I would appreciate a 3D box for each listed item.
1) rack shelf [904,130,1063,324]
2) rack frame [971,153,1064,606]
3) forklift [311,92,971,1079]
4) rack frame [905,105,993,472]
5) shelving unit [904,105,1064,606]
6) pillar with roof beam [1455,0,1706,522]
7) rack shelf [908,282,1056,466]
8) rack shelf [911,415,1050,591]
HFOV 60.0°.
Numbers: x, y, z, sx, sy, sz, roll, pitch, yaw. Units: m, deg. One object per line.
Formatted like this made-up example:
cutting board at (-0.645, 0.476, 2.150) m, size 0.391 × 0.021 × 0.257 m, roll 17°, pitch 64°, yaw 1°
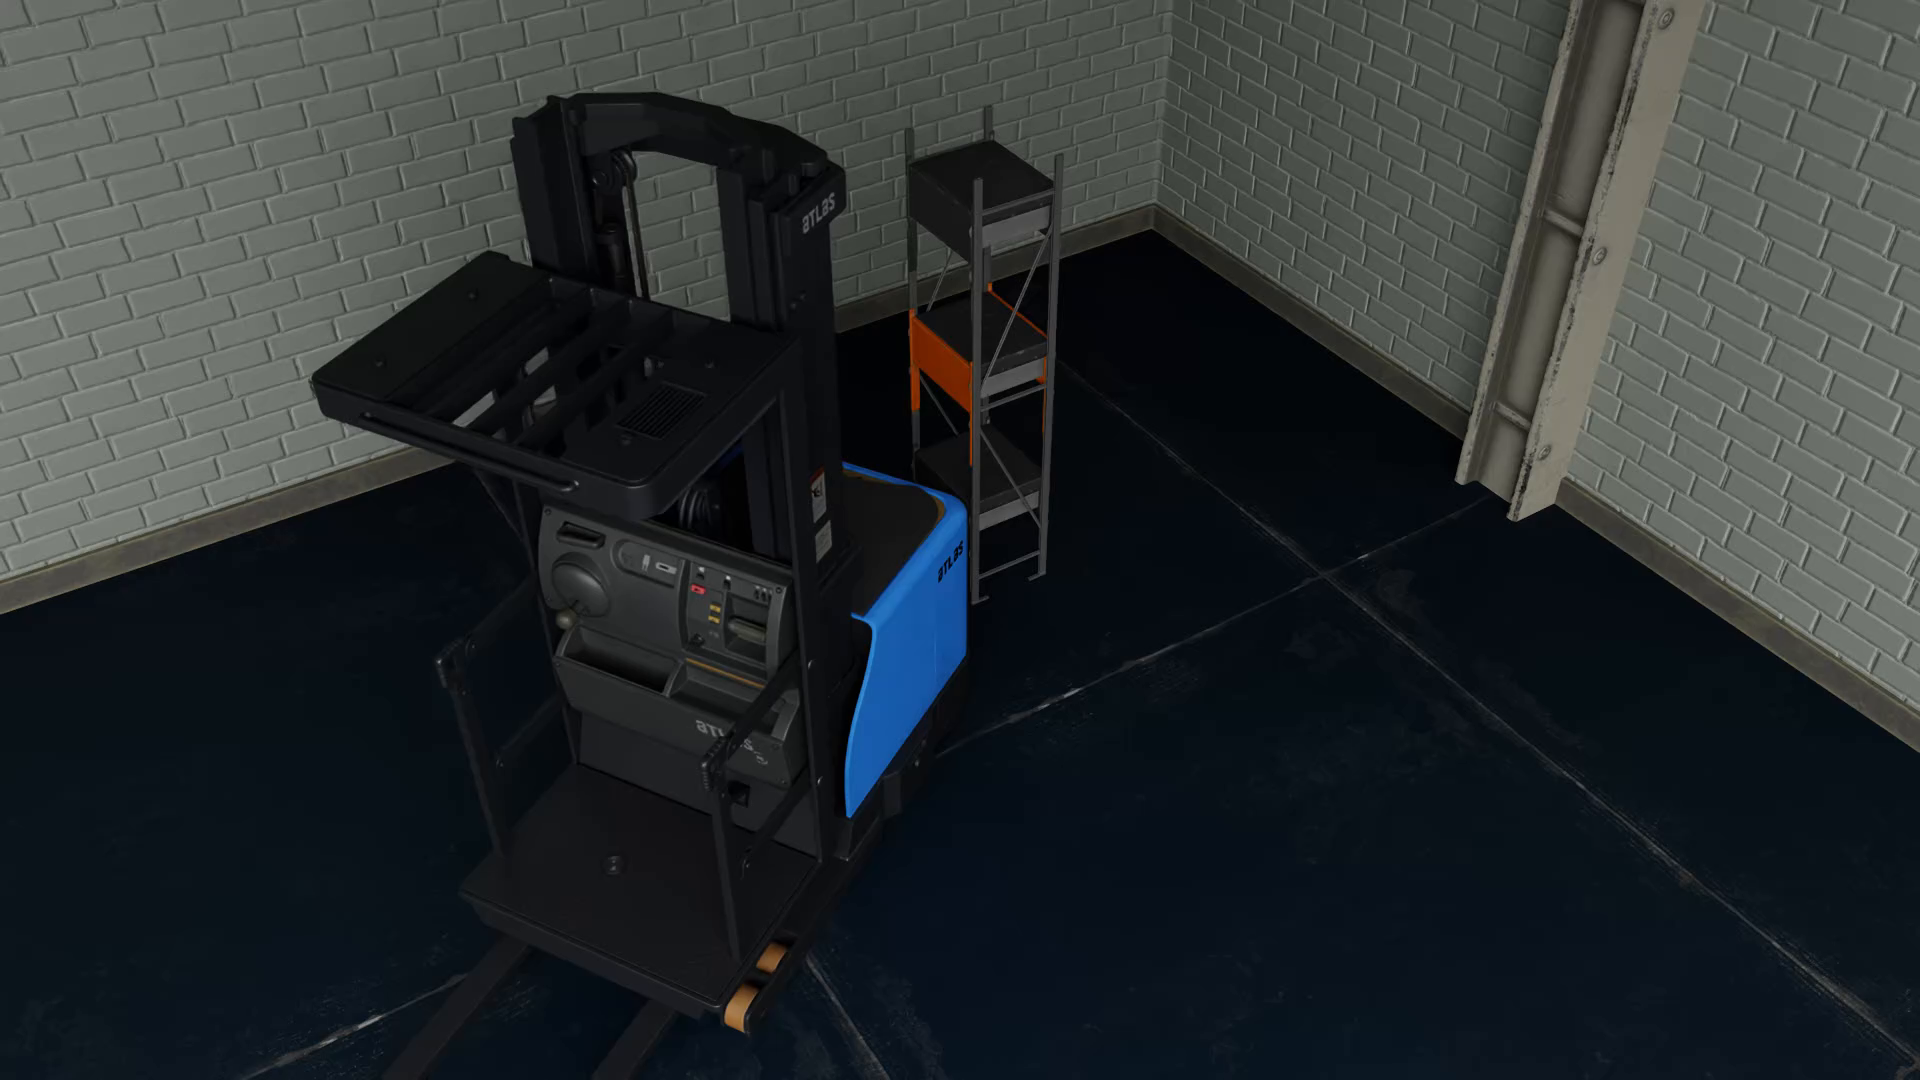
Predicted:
rack shelf at (0.089, -1.245, 6.592) m, size 0.431 × 0.518 × 0.480 m, roll -22°, pitch 45°, yaw -24°
rack frame at (0.220, -0.586, 6.873) m, size 0.400 × 2.100 × 0.015 m, roll -22°, pitch 45°, yaw -24°
forklift at (-1.061, 0.250, 5.221) m, size 1.130 × 2.935 × 3.031 m, roll 18°, pitch 43°, yaw 20°
rack frame at (-0.042, -0.849, 7.189) m, size 0.400 × 2.100 × 0.015 m, roll -22°, pitch 45°, yaw -24°
shelving unit at (0.089, -0.717, 7.031) m, size 0.431 × 2.100 × 0.503 m, roll -22°, pitch 45°, yaw -24°
pillar with roof beam at (-0.968, -2.220, 3.445) m, size 9.100 × 9.000 × 0.400 m, roll -22°, pitch 45°, yaw -24°
rack shelf at (0.089, -0.707, 7.040) m, size 0.431 × 0.518 × 0.480 m, roll -22°, pitch 45°, yaw -24°
rack shelf at (0.089, -0.169, 7.488) m, size 0.431 × 0.518 × 0.480 m, roll -22°, pitch 45°, yaw -24°
